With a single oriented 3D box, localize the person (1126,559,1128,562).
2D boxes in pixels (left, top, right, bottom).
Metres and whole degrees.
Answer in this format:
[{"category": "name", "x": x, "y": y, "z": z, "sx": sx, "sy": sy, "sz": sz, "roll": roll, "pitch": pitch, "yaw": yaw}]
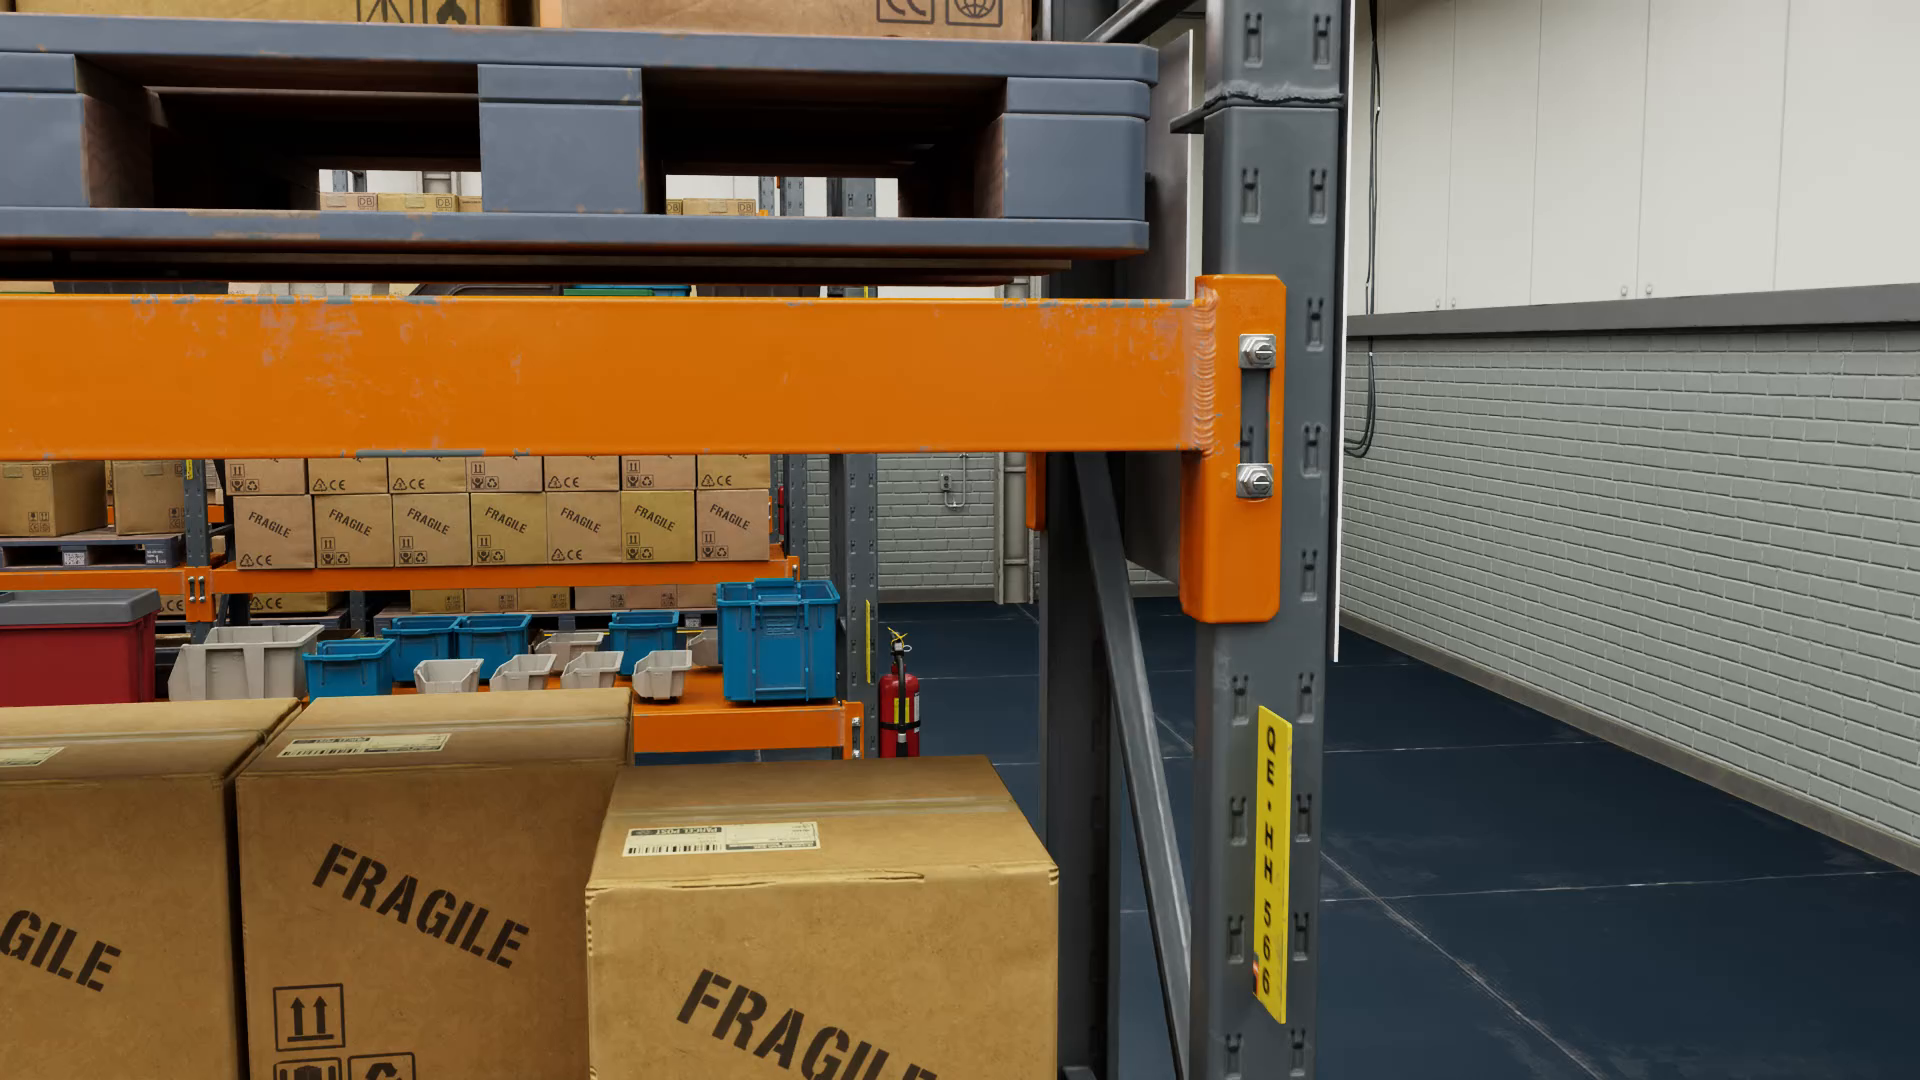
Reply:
[{"category": "person", "x": 1.436, "y": 0.065, "z": 16.413, "sx": 0.567, "sy": 1.695, "sz": 0.516, "roll": -1, "pitch": 6, "yaw": -7}]
